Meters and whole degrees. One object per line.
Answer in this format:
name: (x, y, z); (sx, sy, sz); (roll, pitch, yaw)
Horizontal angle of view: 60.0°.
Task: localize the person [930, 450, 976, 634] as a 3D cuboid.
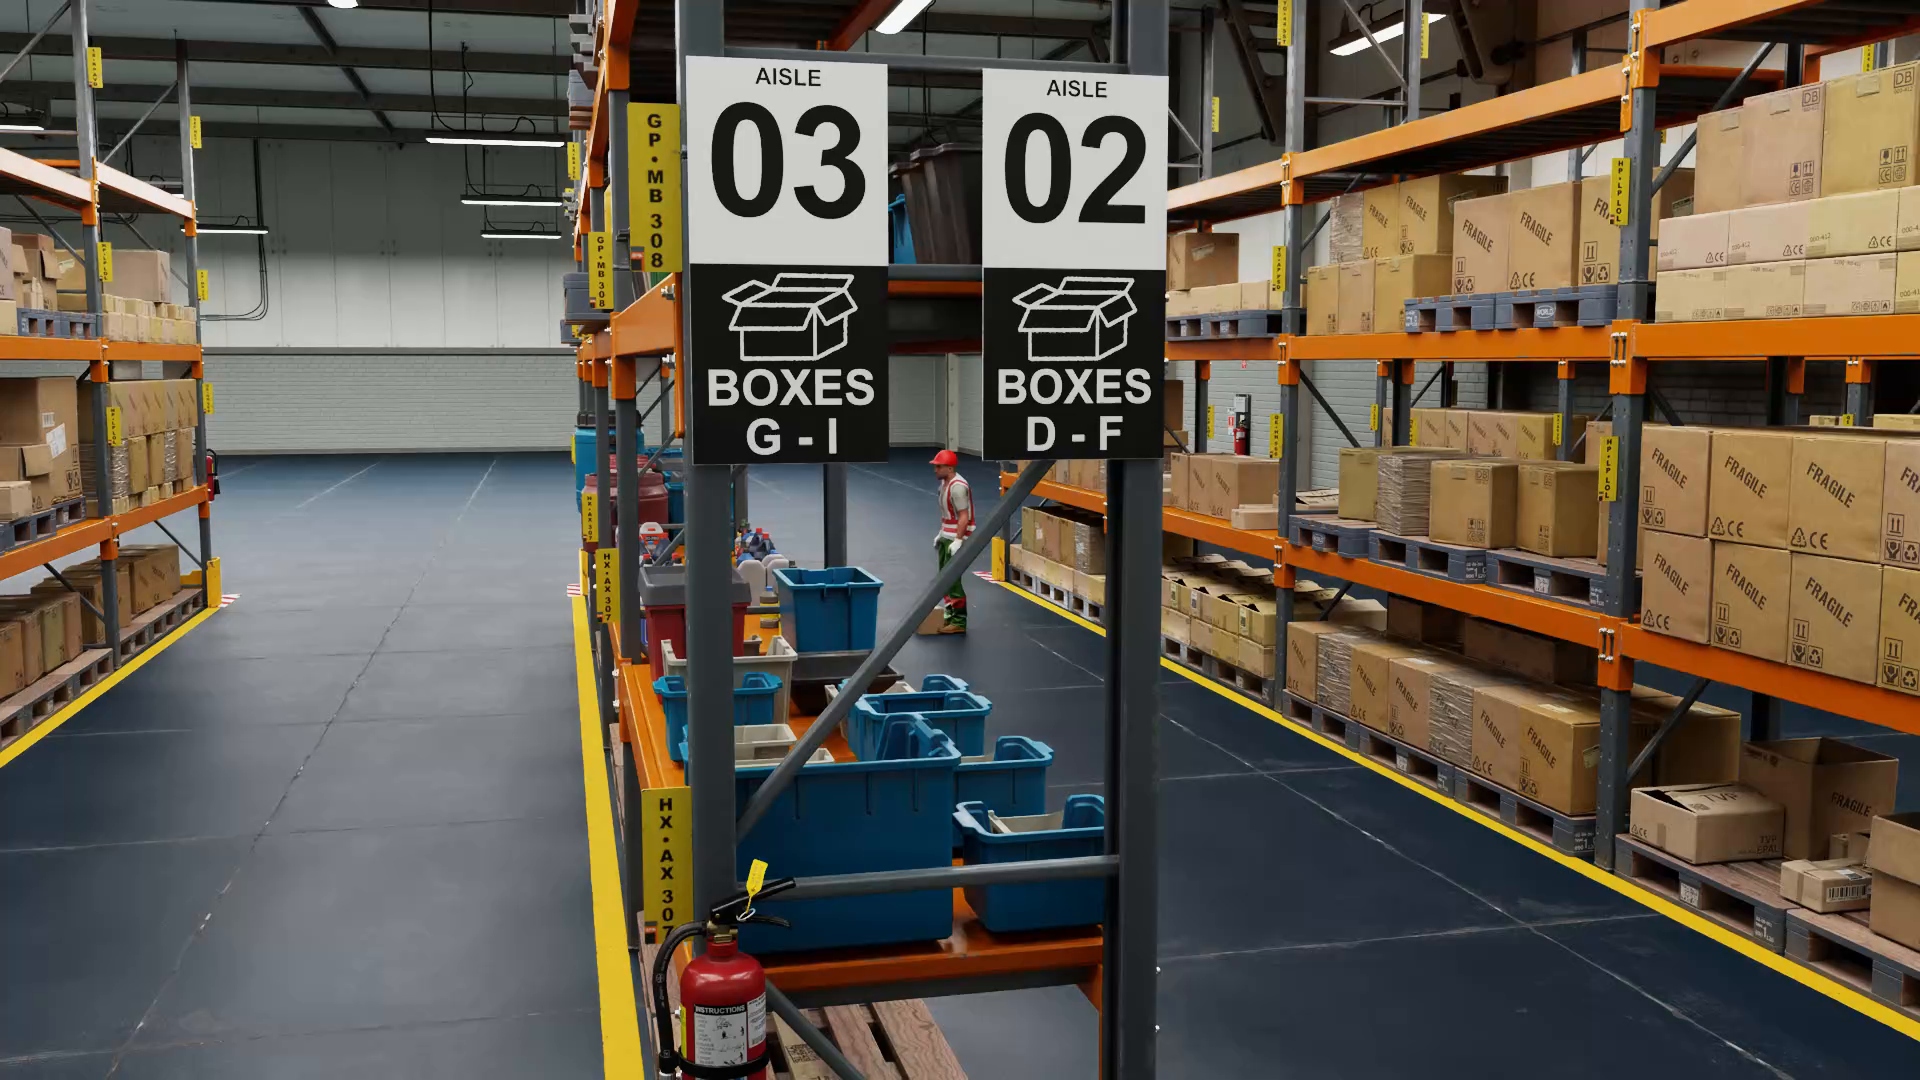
person: (-0.089, 0.013, 16.195); (0.445, 1.781, 0.621); (-2, 6, -17)
